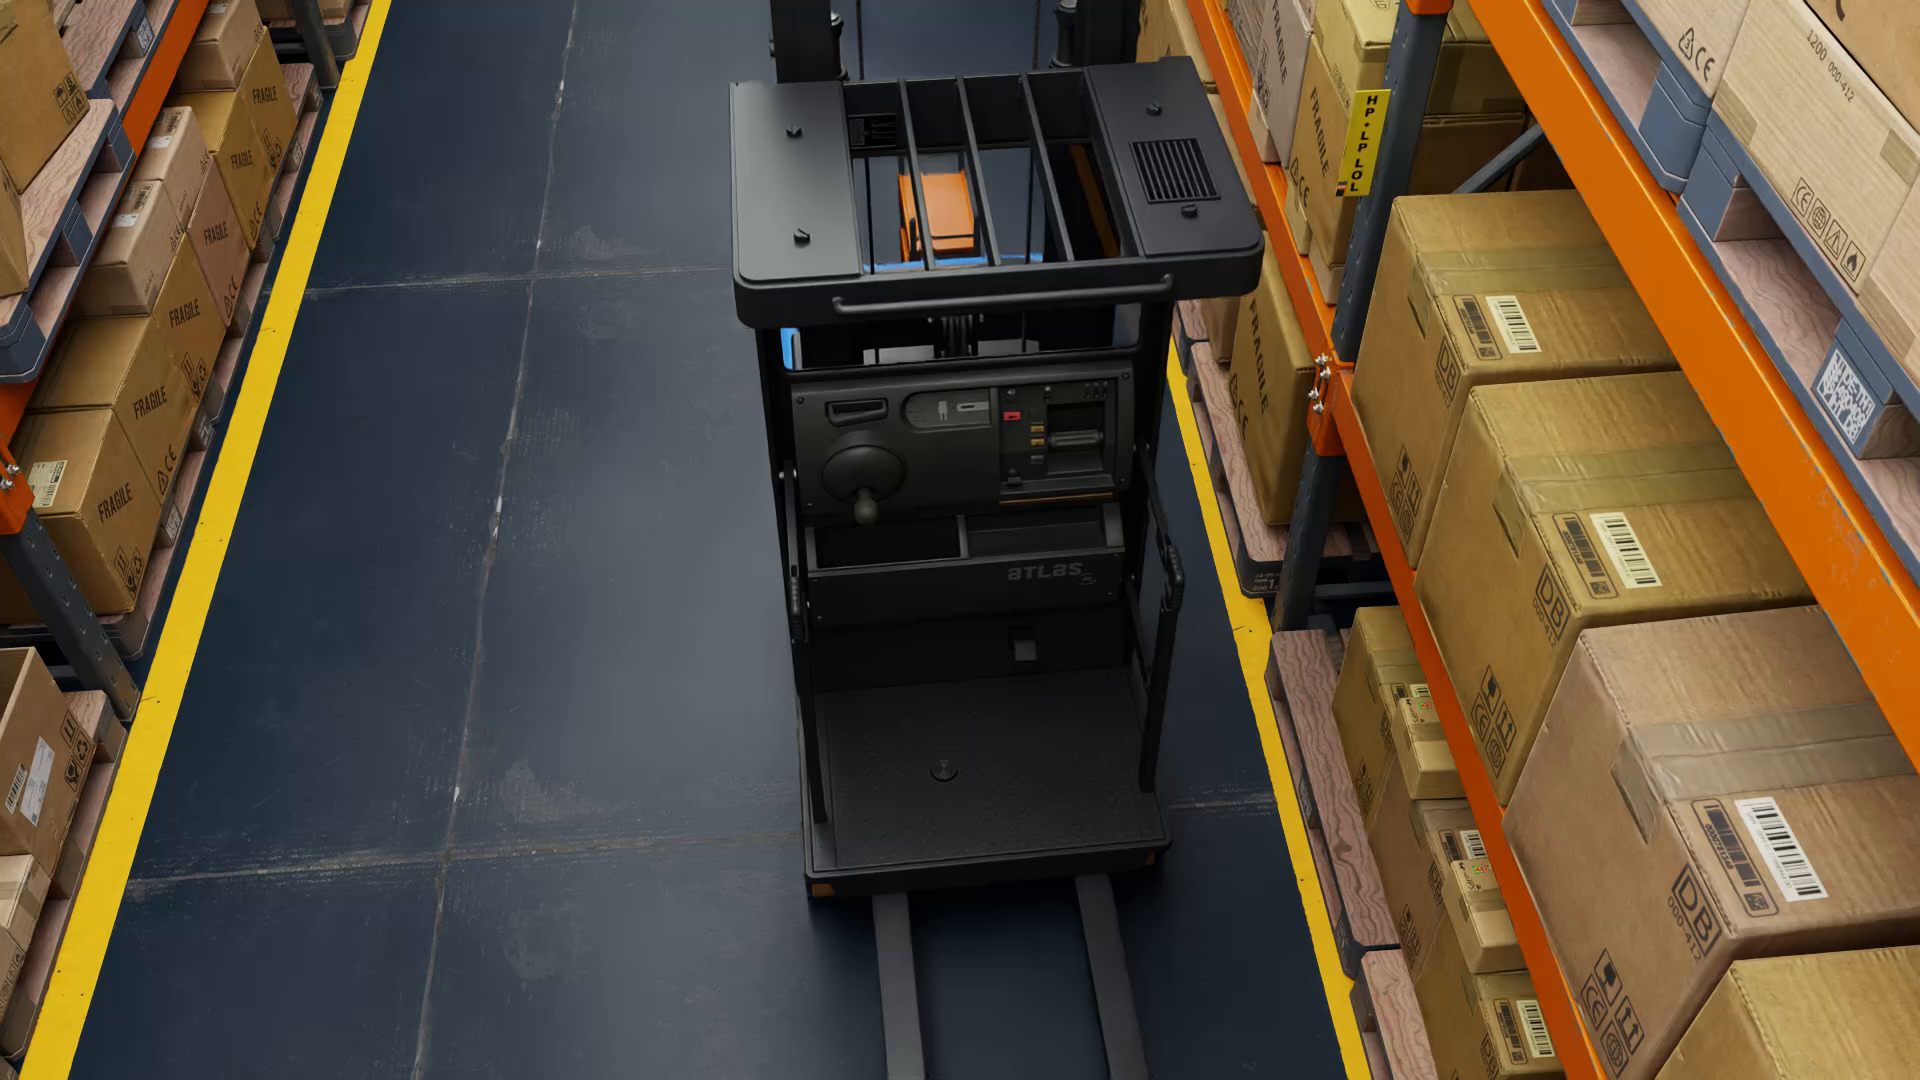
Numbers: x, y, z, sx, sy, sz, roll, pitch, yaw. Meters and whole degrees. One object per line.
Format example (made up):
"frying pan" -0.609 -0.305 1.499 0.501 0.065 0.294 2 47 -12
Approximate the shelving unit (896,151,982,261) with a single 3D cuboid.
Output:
"shelving unit" -0.079 -0.862 6.240 0.258 1.200 0.503 -5 47 -4

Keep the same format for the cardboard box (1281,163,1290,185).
"cardboard box" 1.286 -1.245 5.522 0.380 0.149 0.250 -2 47 -2

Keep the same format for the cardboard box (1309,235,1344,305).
"cardboard box" 1.307 -0.874 5.171 0.380 0.149 0.250 -3 47 -3

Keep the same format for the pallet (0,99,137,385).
"pallet" -3.276 -0.941 5.207 1.003 0.211 1.213 -3 47 -3

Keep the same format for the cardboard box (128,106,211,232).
"cardboard box" -3.242 -1.423 6.434 0.500 0.250 0.500 -4 47 -4

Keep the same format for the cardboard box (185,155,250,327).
"cardboard box" -3.248 -1.192 6.731 0.500 0.500 0.500 -5 47 -5

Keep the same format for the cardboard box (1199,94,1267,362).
"cardboard box" 1.356 -1.236 6.546 0.750 0.750 0.750 -2 47 -2

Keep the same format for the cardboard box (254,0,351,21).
"cardboard box" -3.404 -2.912 8.546 0.500 0.250 0.500 -4 47 -3

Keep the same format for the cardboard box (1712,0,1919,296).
"cardboard box" 1.492 -0.628 2.458 0.500 0.250 0.500 -5 47 -4

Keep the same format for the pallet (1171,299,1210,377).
"pallet" 1.373 -1.205 7.246 1.003 0.211 1.213 -3 47 -3

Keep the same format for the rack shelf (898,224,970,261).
"rack shelf" -0.079 -0.969 6.126 0.258 0.148 0.480 -5 47 -4

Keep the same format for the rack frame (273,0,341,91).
"rack frame" -3.653 -3.316 7.325 1.000 3.000 0.127 -3 47 -3

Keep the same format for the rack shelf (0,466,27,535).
"rack shelf" -3.151 1.272 3.474 1.077 0.370 4.000 -3 47 -3

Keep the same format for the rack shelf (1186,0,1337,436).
"rack shelf" 1.450 -1.925 6.503 1.077 0.370 4.000 -3 47 -3

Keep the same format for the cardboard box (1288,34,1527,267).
"cardboard box" 1.328 -1.188 5.022 0.500 0.500 0.500 -4 47 -4

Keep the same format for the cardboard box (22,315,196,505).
"cardboard box" -3.172 -0.464 6.042 0.500 0.500 0.500 -3 47 -3

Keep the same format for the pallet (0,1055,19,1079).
"pallet" -3.156 1.919 4.288 1.003 0.211 1.213 -3 47 -3

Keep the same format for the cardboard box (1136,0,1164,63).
"cardboard box" 1.214 -2.485 7.729 0.750 0.750 0.750 -4 47 -4

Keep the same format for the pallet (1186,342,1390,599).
"pallet" 1.478 -0.321 6.408 1.003 0.211 1.213 -3 47 -3

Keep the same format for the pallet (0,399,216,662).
"pallet" -3.424 -0.049 6.151 1.003 0.211 1.213 -3 47 -3

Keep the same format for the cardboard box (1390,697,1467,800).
"cardboard box" 1.425 0.573 4.627 0.380 0.149 0.250 -2 47 -2

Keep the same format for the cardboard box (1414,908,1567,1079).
"cardboard box" 1.658 1.272 4.412 0.700 0.500 0.500 -3 47 -2

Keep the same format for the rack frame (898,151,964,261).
"rack frame" -0.106 -1.038 6.407 0.240 1.200 0.015 -5 47 -4

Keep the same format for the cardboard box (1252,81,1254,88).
"cardboard box" 1.251 -1.613 5.871 0.380 0.149 0.250 -3 47 -3

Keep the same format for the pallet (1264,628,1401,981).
"pallet" 1.603 0.788 5.358 1.003 0.211 1.213 -3 47 -3

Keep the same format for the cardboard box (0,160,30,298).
"cardboard box" -3.135 -0.957 4.732 0.700 0.500 0.500 -18 49 -16

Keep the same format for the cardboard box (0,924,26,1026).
"cardboard box" -2.925 1.289 4.512 0.500 0.311 0.500 -3 47 -3

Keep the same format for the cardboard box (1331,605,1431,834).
"cardboard box" 1.578 0.537 5.108 0.700 0.500 0.500 -3 47 -3

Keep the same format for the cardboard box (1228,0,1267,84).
"cardboard box" 1.242 -1.920 5.715 0.500 0.500 0.500 -3 47 -3

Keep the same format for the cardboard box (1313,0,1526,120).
"cardboard box" 1.324 -1.449 4.753 0.500 0.250 0.500 -2 47 -2

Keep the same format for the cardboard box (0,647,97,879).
"cardboard box" -2.988 0.681 4.957 0.500 0.500 0.500 -3 47 -3

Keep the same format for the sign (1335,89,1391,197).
"sign" 1.078 -1.057 4.442 0.100 0.325 0.005 -3 47 -3

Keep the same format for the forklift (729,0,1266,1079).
"forklift" 0.040 -0.166 4.389 1.130 2.935 3.031 -5 47 -4

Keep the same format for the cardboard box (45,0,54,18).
"cardboard box" -3.528 -1.875 5.602 0.700 0.500 0.500 -14 48 -13

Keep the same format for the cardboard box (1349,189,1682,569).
"cardboard box" 1.647 -0.435 4.390 0.980 0.700 0.700 -3 47 -3

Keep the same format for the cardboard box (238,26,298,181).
"cardboard box" -3.341 -1.945 7.445 0.500 0.500 0.500 -2 47 -2

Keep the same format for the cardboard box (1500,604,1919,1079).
"cardboard box" 1.773 0.619 3.391 0.980 0.700 0.700 -6 47 -5

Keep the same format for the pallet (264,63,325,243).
"pallet" -3.628 -1.815 7.823 1.003 0.211 1.213 -3 47 -3
